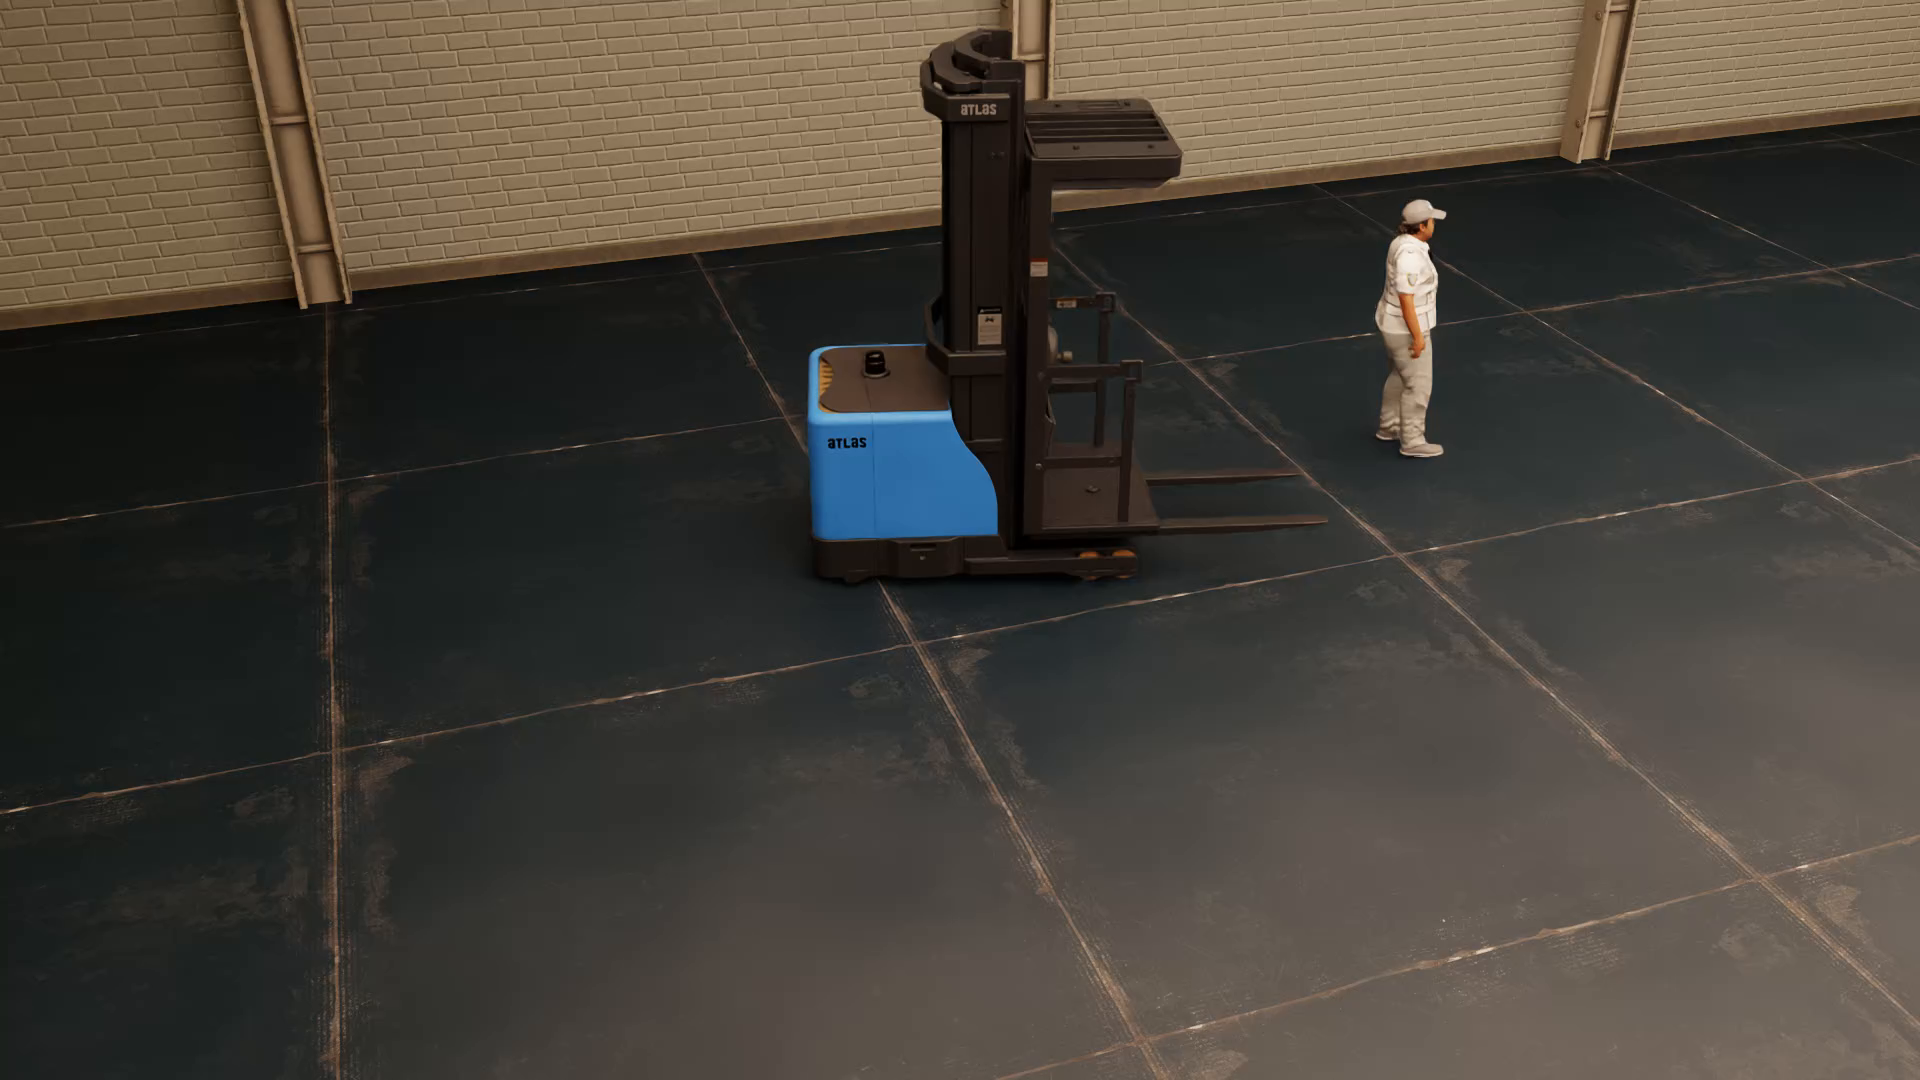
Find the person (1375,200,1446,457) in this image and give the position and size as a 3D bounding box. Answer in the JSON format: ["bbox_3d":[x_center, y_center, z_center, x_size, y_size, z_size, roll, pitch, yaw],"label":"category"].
[{"bbox_3d":[2.954,-1.371,10.746,0.526,1.675,0.578,2,30,4],"label":"person"}]

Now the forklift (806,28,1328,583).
[{"bbox_3d":[0.630,-1.301,9.349,3.031,2.935,1.130,-2,30,-3],"label":"forklift"}]
